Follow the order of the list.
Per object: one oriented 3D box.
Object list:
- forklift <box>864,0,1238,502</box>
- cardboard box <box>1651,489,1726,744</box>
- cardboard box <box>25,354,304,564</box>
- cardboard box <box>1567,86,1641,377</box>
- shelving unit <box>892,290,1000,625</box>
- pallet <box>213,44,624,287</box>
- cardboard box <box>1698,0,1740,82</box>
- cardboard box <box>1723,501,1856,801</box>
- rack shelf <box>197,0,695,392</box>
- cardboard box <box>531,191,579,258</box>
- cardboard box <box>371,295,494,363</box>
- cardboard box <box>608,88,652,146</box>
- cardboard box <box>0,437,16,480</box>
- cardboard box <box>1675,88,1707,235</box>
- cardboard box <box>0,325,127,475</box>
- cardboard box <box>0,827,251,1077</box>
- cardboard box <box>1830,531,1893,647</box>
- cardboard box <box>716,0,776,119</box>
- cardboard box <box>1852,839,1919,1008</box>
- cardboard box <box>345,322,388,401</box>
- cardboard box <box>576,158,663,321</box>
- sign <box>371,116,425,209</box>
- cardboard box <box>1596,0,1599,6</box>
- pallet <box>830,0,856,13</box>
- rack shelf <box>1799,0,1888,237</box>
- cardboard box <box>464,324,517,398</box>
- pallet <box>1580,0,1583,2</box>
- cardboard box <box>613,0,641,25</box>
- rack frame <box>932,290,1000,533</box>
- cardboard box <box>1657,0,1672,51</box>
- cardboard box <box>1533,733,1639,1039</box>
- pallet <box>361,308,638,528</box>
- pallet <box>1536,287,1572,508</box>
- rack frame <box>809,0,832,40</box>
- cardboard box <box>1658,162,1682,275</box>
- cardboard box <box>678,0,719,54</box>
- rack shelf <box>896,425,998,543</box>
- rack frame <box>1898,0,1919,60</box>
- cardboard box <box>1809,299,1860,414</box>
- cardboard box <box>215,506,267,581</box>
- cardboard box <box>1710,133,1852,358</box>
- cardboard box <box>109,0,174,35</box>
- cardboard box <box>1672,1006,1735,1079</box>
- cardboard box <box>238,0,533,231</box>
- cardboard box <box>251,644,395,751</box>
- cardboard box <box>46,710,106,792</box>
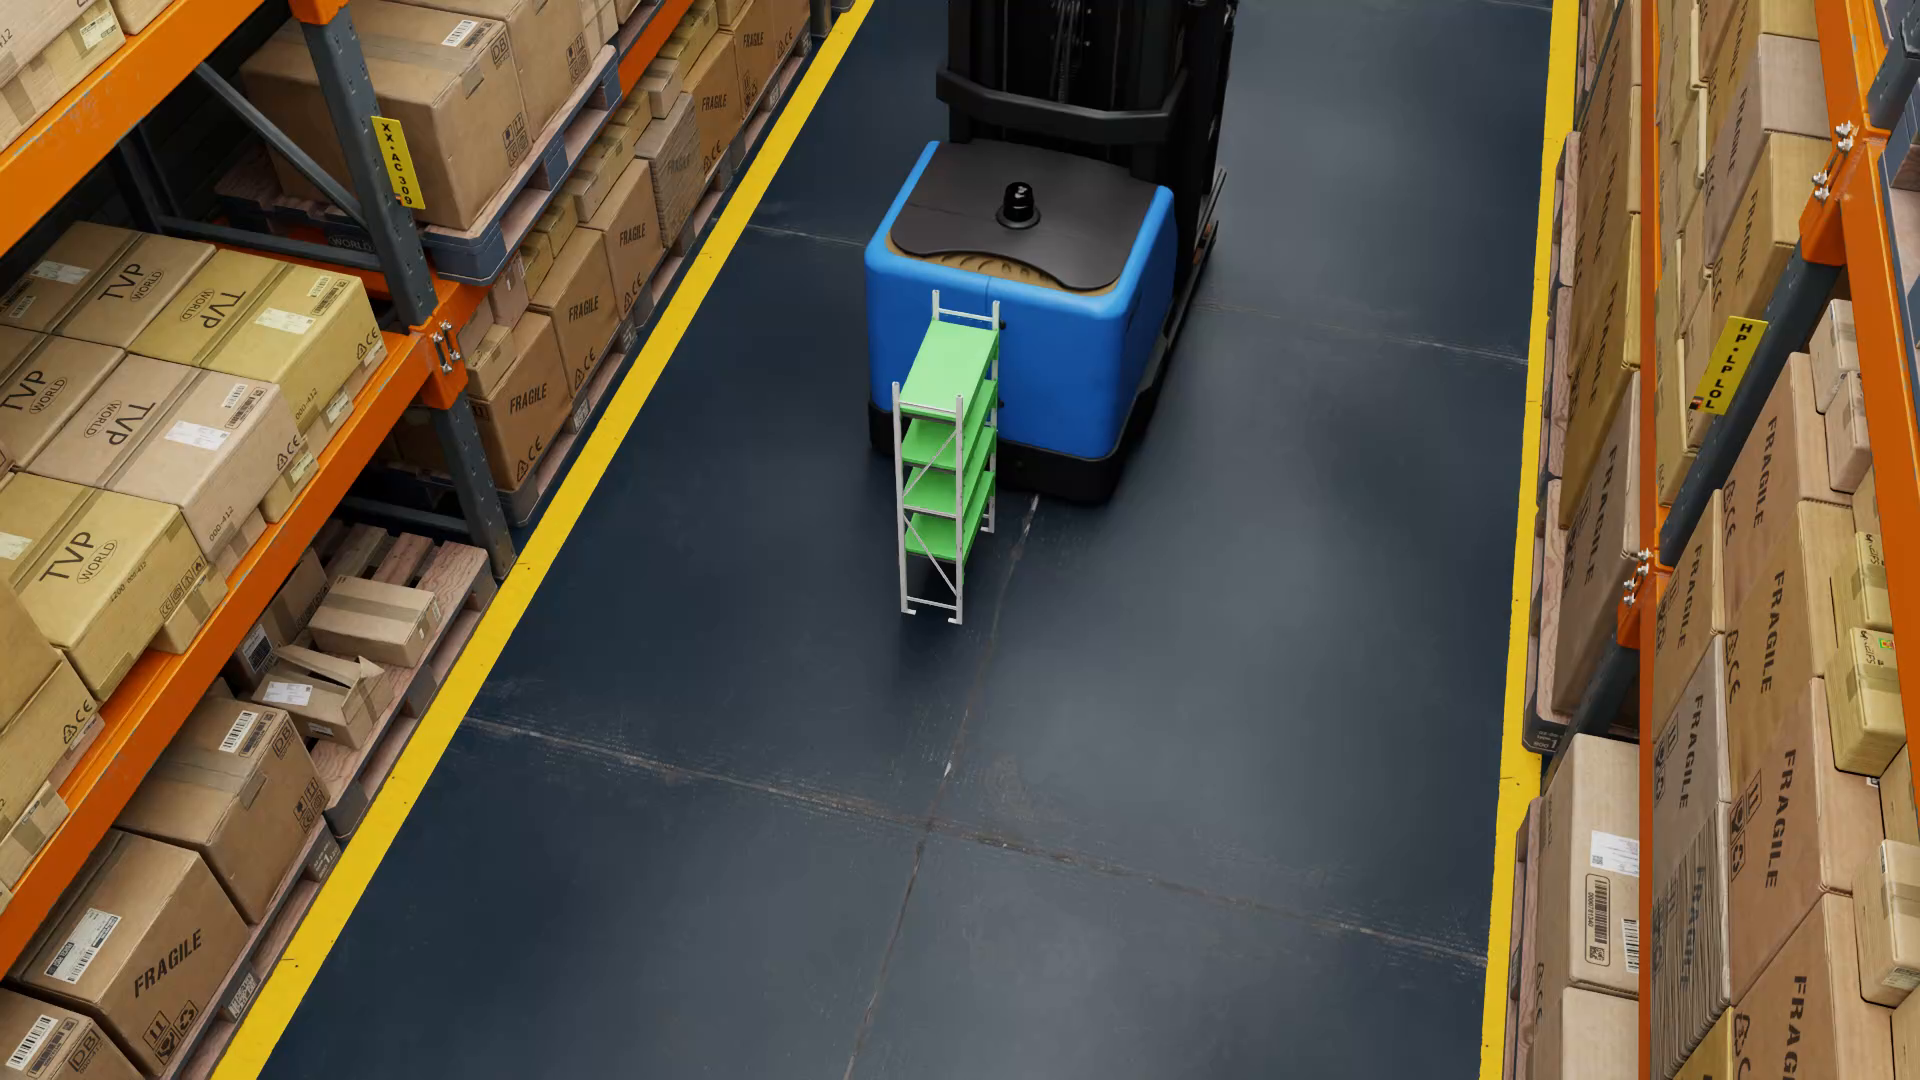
[{"bbox_3d":[0.575,-2.254,6.703,1.130,2.935,3.031,14,50,12],"label":"forklift"},{"bbox_3d":[2.159,0.259,4.373,0.500,0.500,0.500,13,50,11],"label":"cardboard box"},{"bbox_3d":[-2.270,-0.239,4.781,0.500,0.250,0.500,12,50,10],"label":"cardboard box"},{"bbox_3d":[3.087,-1.197,6.862,0.875,0.875,0.875,12,50,10],"label":"cardboard box"},{"bbox_3d":[-0.044,-0.277,6.113,0.258,1.200,0.503,12,50,10],"label":"shelving unit"},{"bbox_3d":[-1.939,-1.465,6.089,1.003,0.211,1.213,12,50,10],"label":"pallet"},{"bbox_3d":[2.814,-1.848,5.566,0.500,0.500,0.500,12,50,11],"label":"cardboard box"},{"bbox_3d":[2.037,0.301,3.669,0.500,0.500,0.500,11,49,10],"label":"cardboard box"},{"bbox_3d":[-1.728,-2.181,7.073,1.077,0.370,4.000,12,50,10],"label":"rack shelf"},{"bbox_3d":[-1.789,-1.310,6.779,0.380,0.149,0.250,11,49,9],"label":"cardboard box"},{"bbox_3d":[-1.962,-0.816,6.145,0.380,0.149,0.250,11,49,9],"label":"cardboard box"},{"bbox_3d":[-1.577,-1.864,7.267,0.380,0.149,0.250,12,50,10],"label":"cardboard box"},{"bbox_3d":[-2.903,-0.245,4.286,0.500,0.500,0.500,10,49,9],"label":"cardboard box"},{"bbox_3d":[2.672,-1.217,5.509,0.500,0.250,0.500,13,50,11],"label":"cardboard box"},{"bbox_3d":[-2.770,-0.352,4.881,0.500,0.250,0.500,11,50,10],"label":"cardboard box"},{"bbox_3d":[-2.556,1.212,4.986,0.500,0.500,0.500,12,50,11],"label":"cardboard box"},{"bbox_3d":[1.999,0.153,3.367,0.380,0.149,0.250,11,50,10],"label":"cardboard box"},{"bbox_3d":[-1.247,-2.469,8.235,0.500,0.500,0.500,11,49,9],"label":"cardboard box"},{"bbox_3d":[1.783,0.701,2.883,0.380,0.149,0.250,12,50,10],"label":"cardboard box"},{"bbox_3d":[-2.094,-0.609,5.373,0.380,0.149,0.250,12,50,11],"label":"cardboard box"},{"bbox_3d":[-1.644,-1.337,7.235,0.500,0.500,0.500,10,49,9],"label":"cardboard box"},{"bbox_3d":[-1.729,-1.157,5.112,0.100,0.325,0.005,12,50,10],"label":"sign"},{"bbox_3d":[3.933,-3.100,8.877,0.950,0.372,0.625,11,49,9],"label":"cardboard box"},{"bbox_3d":[-0.947,-3.531,9.644,1.003,0.211,1.213,12,50,10],"label":"pallet"},{"bbox_3d":[3.062,-2.197,5.086,1.077,0.370,4.000,12,50,10],"label":"rack shelf"},{"bbox_3d":[-1.903,-0.706,6.246,0.380,0.149,0.250,14,50,12],"label":"cardboard box"},{"bbox_3d":[4.118,-3.411,9.538,1.003,0.211,1.213,12,50,10],"label":"pallet"},{"bbox_3d":[-1.568,-2.392,6.433,0.700,0.500,0.500,11,50,10],"label":"cardboard box"},{"bbox_3d":[0.021,-0.454,6.269,0.240,1.200,0.015,12,50,10],"label":"rack frame"},{"bbox_3d":[3.099,-2.160,6.675,0.500,0.250,0.500,10,49,9],"label":"cardboard box"},{"bbox_3d":[2.267,1.146,5.085,0.875,0.438,0.875,11,49,9],"label":"cardboard box"},{"bbox_3d":[-2.077,-0.645,7.098,1.003,0.211,1.213,12,50,10],"label":"pallet"},{"bbox_3d":[2.985,-0.531,6.997,1.003,0.211,1.213,12,50,10],"label":"pallet"},{"bbox_3d":[-1.201,-3.866,8.080,1.000,3.000,0.127,12,50,10],"label":"rack frame"},{"bbox_3d":[2.697,-1.049,5.694,0.500,0.250,0.500,10,49,9],"label":"cardboard box"},{"bbox_3d":[-1.354,-2.418,7.756,0.380,0.149,0.250,13,50,11],"label":"cardboard box"},{"bbox_3d":[-0.044,-0.235,6.161,0.258,0.148,0.480,12,50,10],"label":"rack shelf"},{"bbox_3d":[2.535,-1.981,2.415,1.000,3.000,0.127,12,50,10],"label":"rack frame"},{"bbox_3d":[2.202,-0.397,3.852,0.380,0.149,0.250,11,49,9],"label":"cardboard box"},{"bbox_3d":[-2.282,-0.039,4.870,0.380,0.149,0.250,13,50,11],"label":"cardboard box"},{"bbox_3d":[2.411,-0.732,4.581,0.500,0.500,0.500,13,50,11],"label":"cardboard box"},{"bbox_3d":[-2.131,-1.387,4.059,0.380,0.149,0.250,11,50,10],"label":"cardboard box"},{"bbox_3d":[1.750,1.353,3.407,0.500,0.500,0.500,13,50,11],"label":"cardboard box"},{"bbox_3d":[-1.911,-1.450,5.601,0.700,0.500,0.500,13,50,11],"label":"cardboard box"},{"bbox_3d":[-2.211,0.513,5.759,0.396,0.266,0.258,13,50,11],"label":"cardboard box"},{"bbox_3d":[-2.518,0.504,4.391,0.380,0.149,0.250,11,50,10],"label":"cardboard box"}]
